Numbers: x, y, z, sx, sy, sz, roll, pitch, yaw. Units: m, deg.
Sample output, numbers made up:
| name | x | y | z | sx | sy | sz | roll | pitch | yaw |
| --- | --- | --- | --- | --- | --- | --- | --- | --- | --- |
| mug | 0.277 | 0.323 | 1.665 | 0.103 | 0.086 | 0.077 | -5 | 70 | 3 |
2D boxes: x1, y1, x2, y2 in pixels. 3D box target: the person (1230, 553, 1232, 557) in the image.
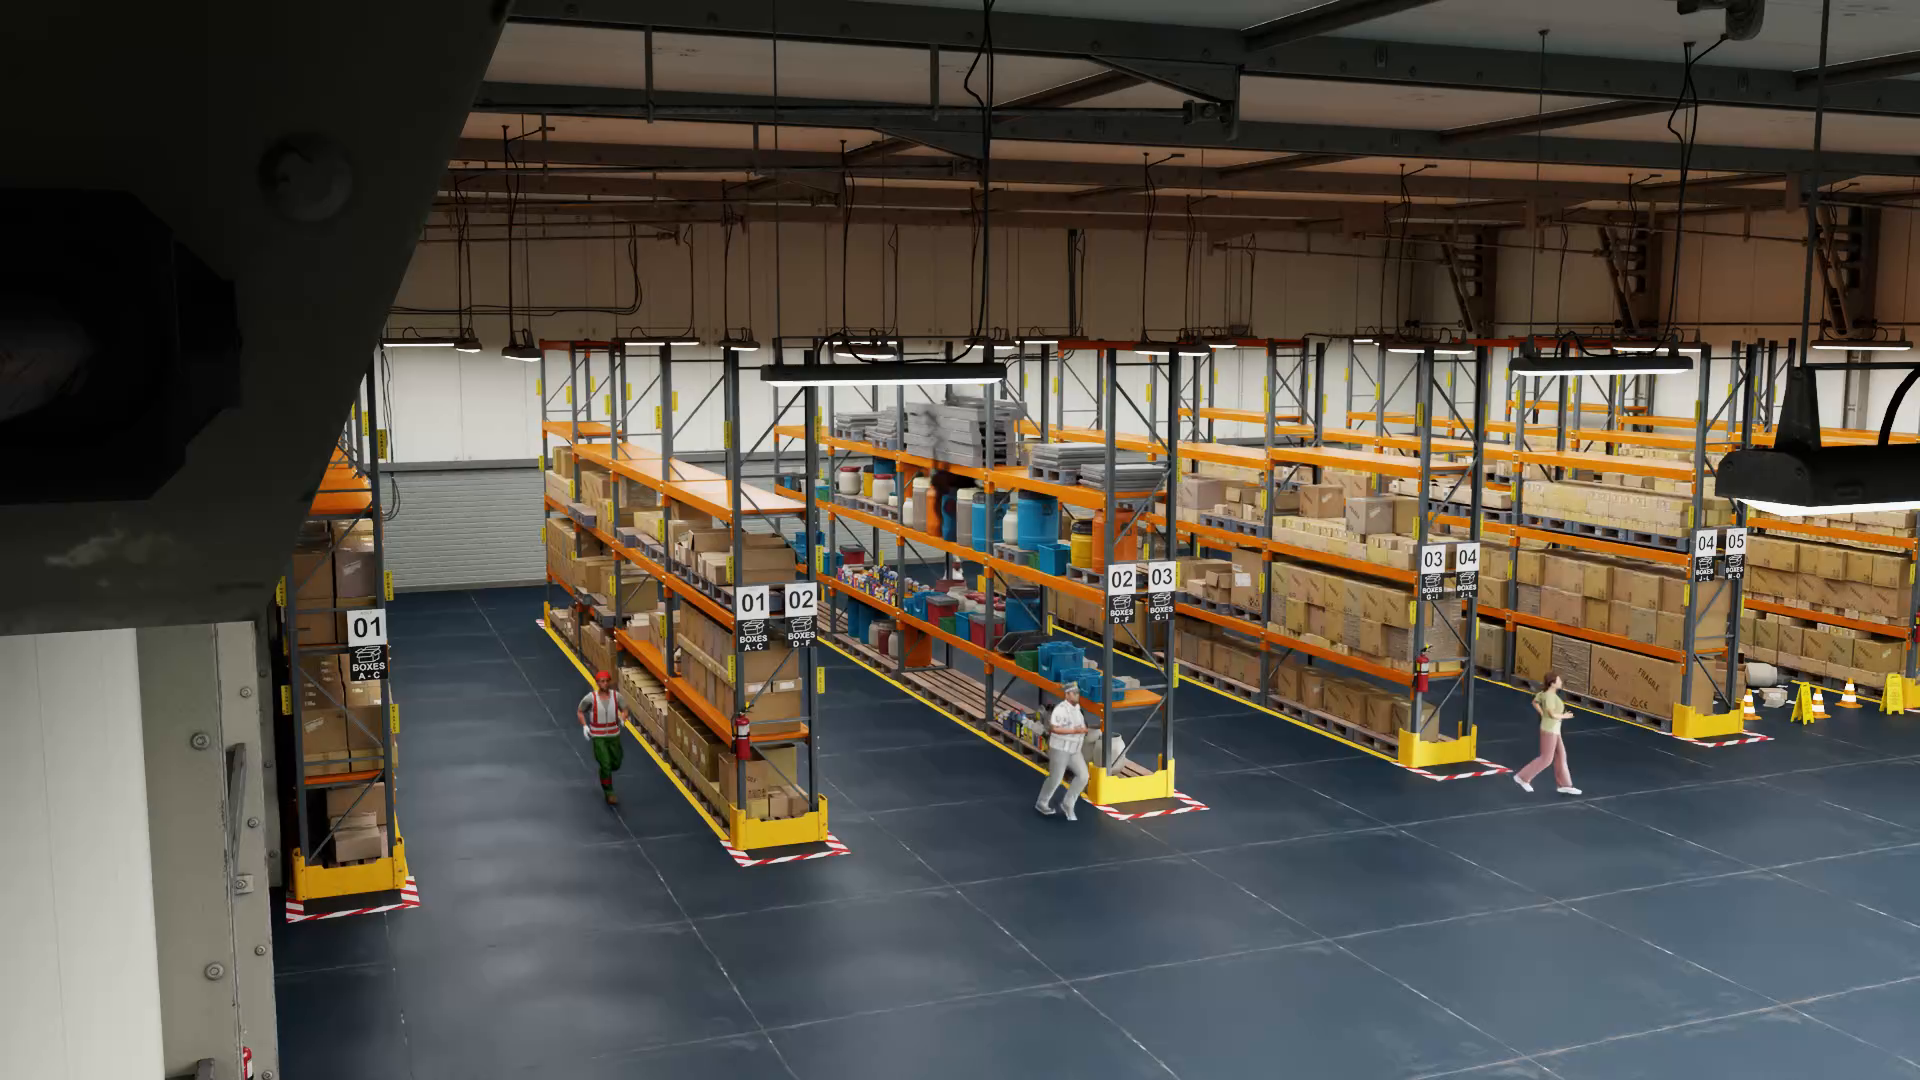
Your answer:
| name | x | y | z | sx | sy | sz | roll | pitch | yaw |
| --- | --- | --- | --- | --- | --- | --- | --- | --- | --- |
| person | 7.173 | -0.012 | 42.449 | 0.584 | 1.678 | 0.666 | -4 | 8 | -26 |

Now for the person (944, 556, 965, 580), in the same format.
| name | x | y | z | sx | sy | sz | roll | pitch | yaw |
| --- | --- | --- | --- | --- | --- | --- | --- | --- | --- |
| person | -0.130 | 1.128 | 33.778 | 0.565 | 1.664 | 0.768 | -5 | 9 | -33 |

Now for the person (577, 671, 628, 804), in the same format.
| name | x | y | z | sx | sy | sz | roll | pitch | yaw |
| --- | --- | --- | --- | --- | --- | --- | --- | --- | --- |
| person | -4.737 | 2.591 | 22.125 | 0.657 | 1.755 | 0.760 | -4 | 8 | -28 |

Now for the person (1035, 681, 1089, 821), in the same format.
| name | x | y | z | sx | sy | sz | roll | pitch | yaw |
| --- | --- | --- | --- | --- | --- | --- | --- | --- | --- |
| person | 1.388 | 2.714 | 21.344 | 0.747 | 1.840 | 0.658 | 7 | 10 | 41 |

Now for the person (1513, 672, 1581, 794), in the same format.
| name | x | y | z | sx | sy | sz | roll | pitch | yaw |
| --- | --- | --- | --- | --- | --- | --- | --- | --- | --- |
| person | 7.916 | 2.586 | 22.321 | 0.884 | 1.660 | 0.589 | 2 | 8 | 15 |
